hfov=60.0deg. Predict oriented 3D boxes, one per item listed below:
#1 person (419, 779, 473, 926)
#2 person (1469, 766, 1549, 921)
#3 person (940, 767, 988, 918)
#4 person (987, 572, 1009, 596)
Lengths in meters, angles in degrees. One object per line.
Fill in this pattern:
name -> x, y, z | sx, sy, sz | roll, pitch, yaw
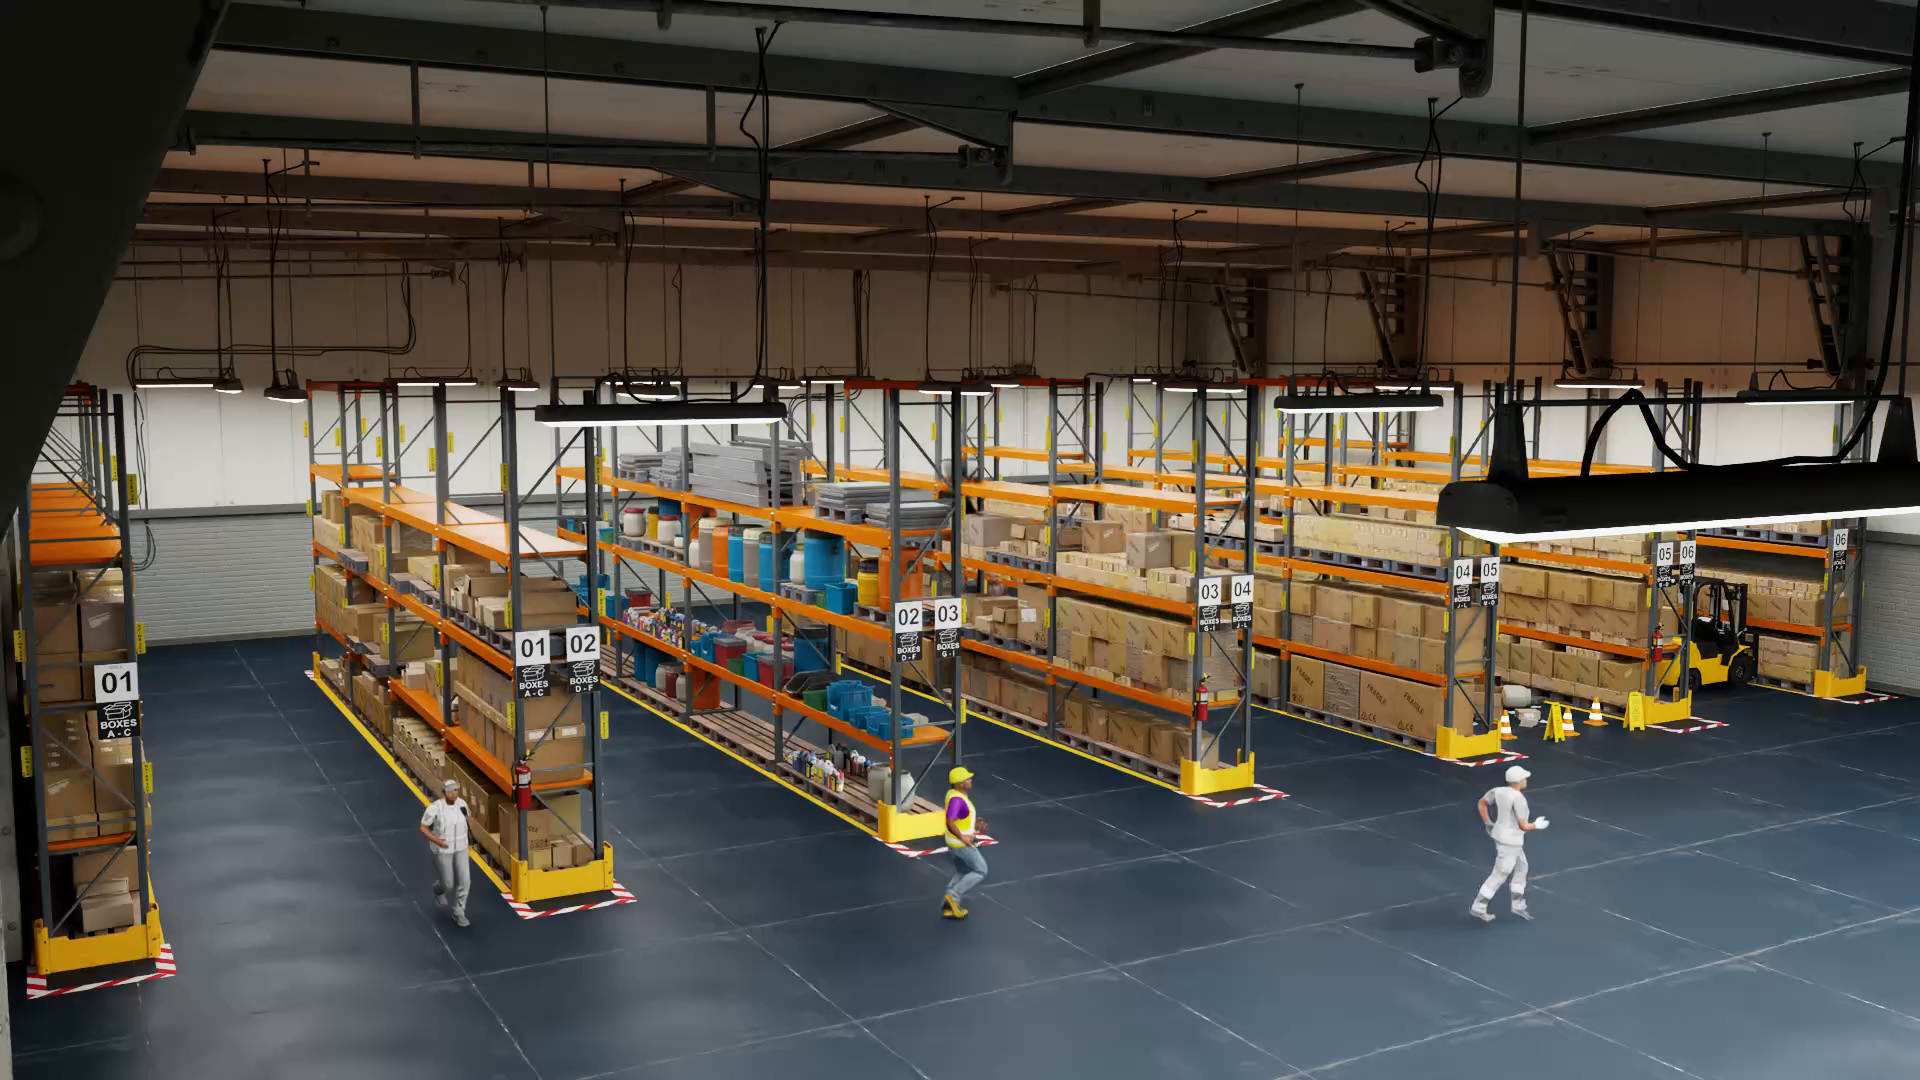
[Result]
person -> -5.812, 3.526, 18.921 | 0.644, 1.655, 0.680 | -5, 8, -38
person -> 6.174, 3.450, 18.740 | 0.865, 1.832, 0.592 | 0, 6, -2
person -> 0.060, 3.444, 18.988 | 0.591, 1.720, 0.676 | -1, 6, -11
person -> 0.709, 1.556, 33.965 | 0.705, 1.831, 0.877 | -3, 7, -27
